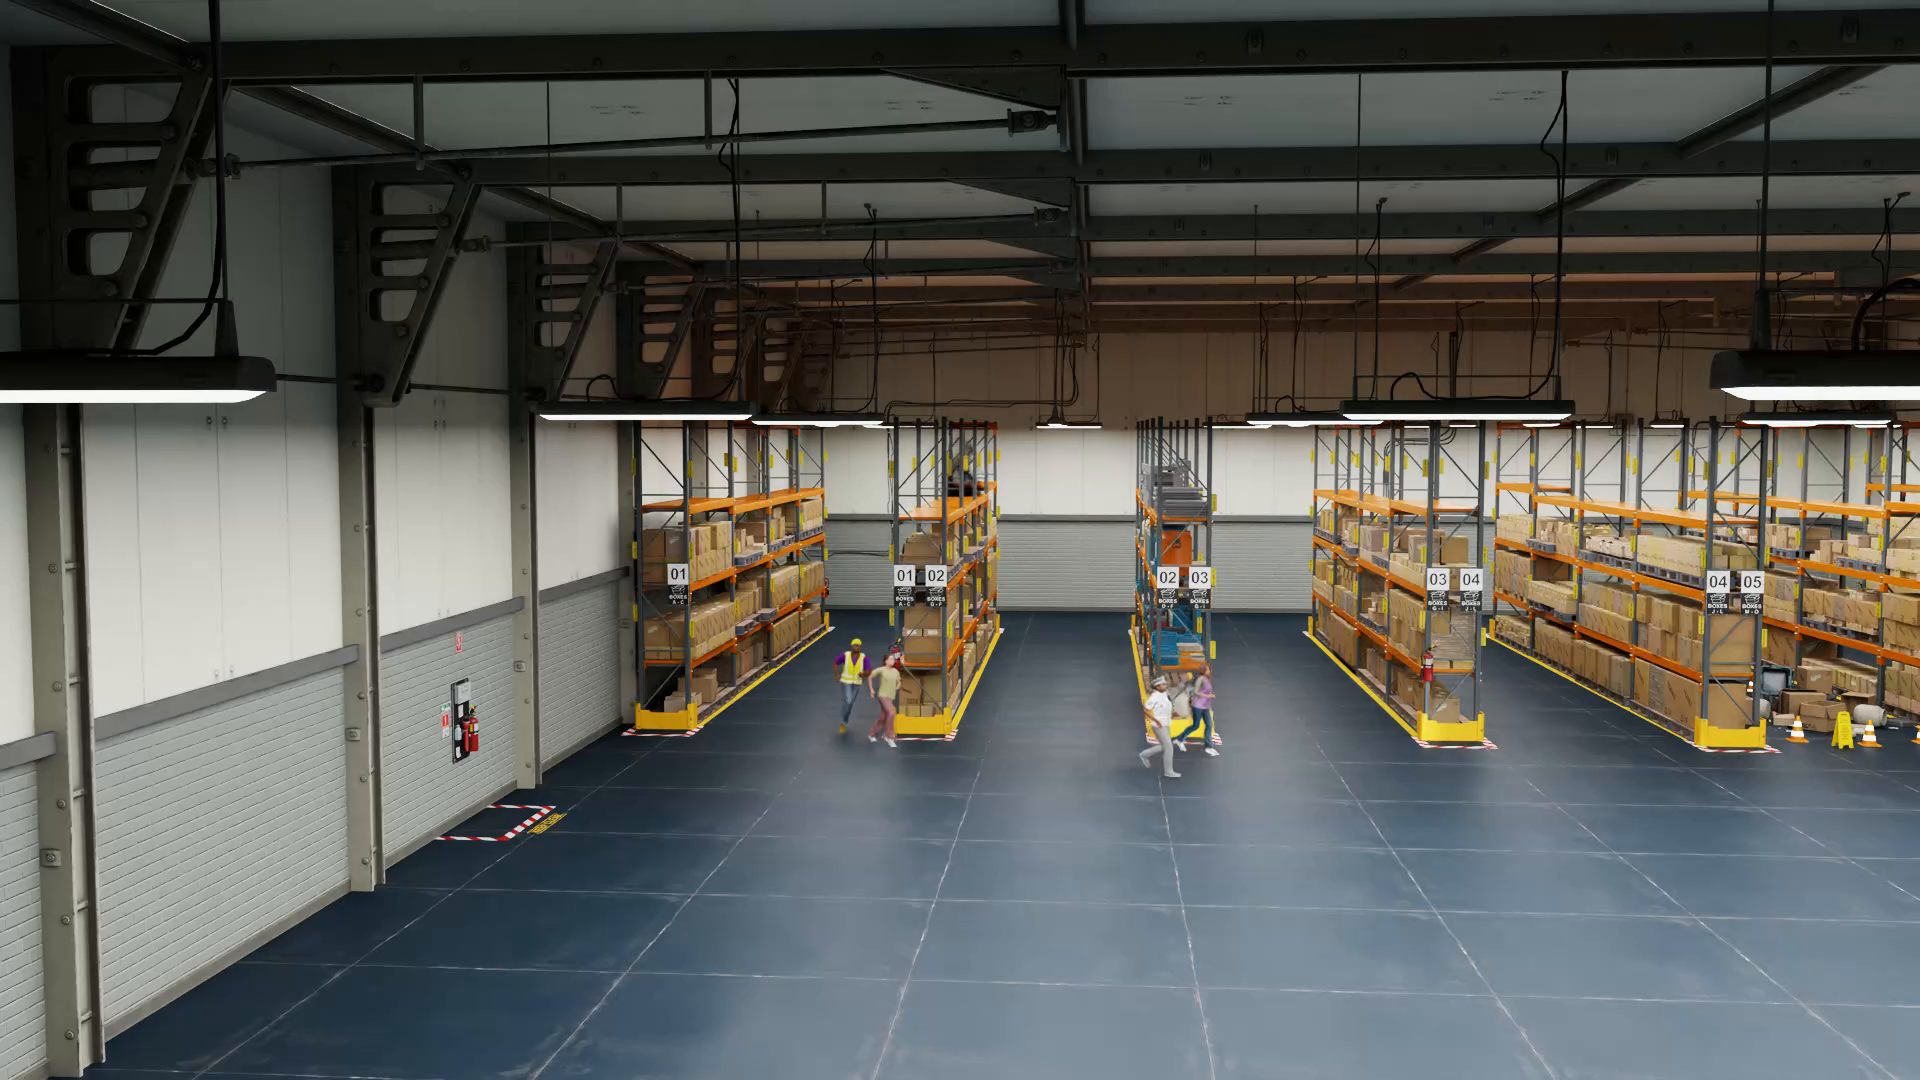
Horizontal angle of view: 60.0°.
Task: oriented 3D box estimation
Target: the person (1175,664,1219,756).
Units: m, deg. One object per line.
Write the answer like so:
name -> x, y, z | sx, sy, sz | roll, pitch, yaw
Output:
person -> 4.253, 2.990, 29.492 | 0.824, 1.600, 0.549 | 2, 4, 32

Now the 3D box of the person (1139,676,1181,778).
person -> 3.317, 3.081, 27.614 | 0.796, 1.666, 0.588 | 2, 4, 33

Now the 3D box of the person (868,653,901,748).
person -> -1.302, 2.901, 30.378 | 0.577, 1.664, 0.817 | -3, 5, -43

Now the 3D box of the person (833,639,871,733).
person -> -2.054, 2.784, 31.877 | 0.674, 1.800, 0.708 | -1, 4, -21

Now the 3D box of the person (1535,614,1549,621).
person -> 16.489, 1.803, 47.472 | 0.864, 1.626, 0.587 | 0, 4, 5
